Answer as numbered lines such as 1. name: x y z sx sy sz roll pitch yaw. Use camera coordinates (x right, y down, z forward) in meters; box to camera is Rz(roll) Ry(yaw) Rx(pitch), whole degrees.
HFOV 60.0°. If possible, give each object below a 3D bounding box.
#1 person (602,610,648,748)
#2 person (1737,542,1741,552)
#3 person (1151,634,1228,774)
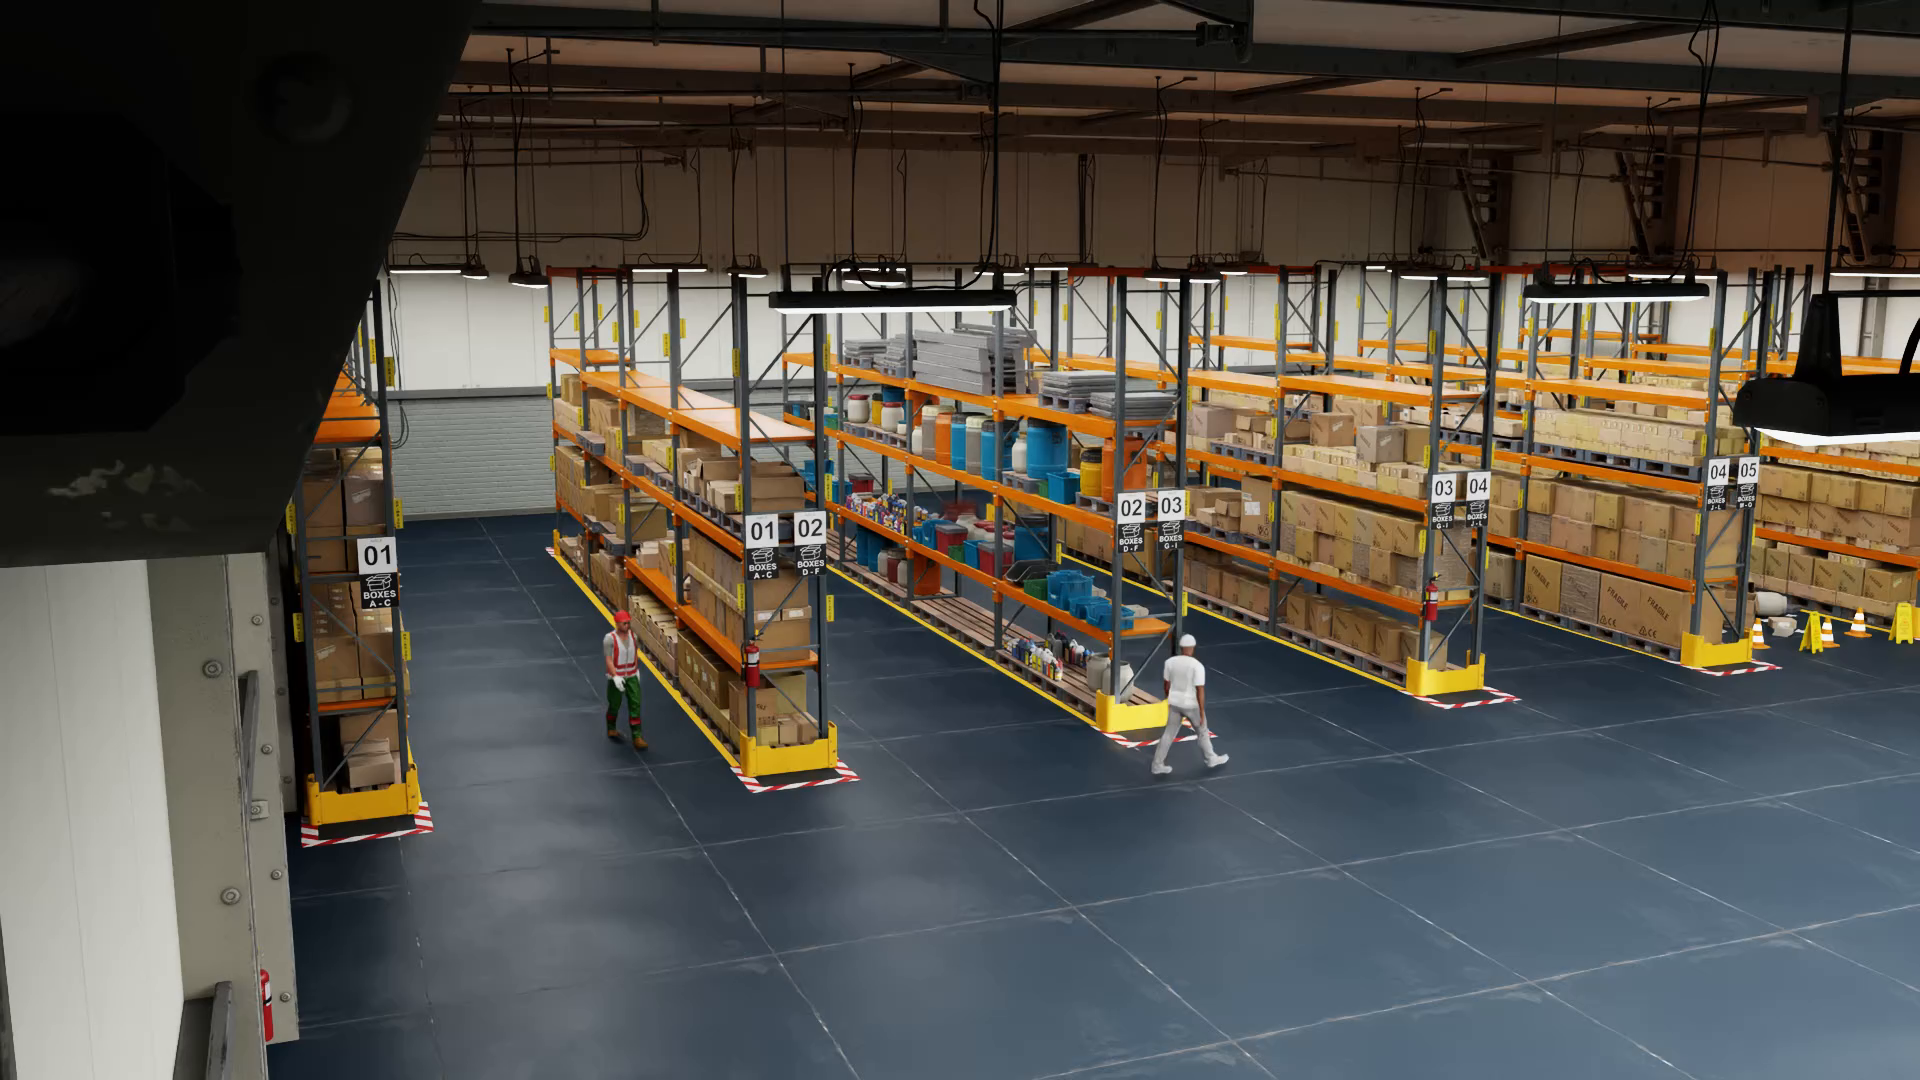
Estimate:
1. person: -4.301 1.762 21.447 0.560 1.728 0.995 -7 12 -35
2. person: 16.336 -0.596 35.037 0.527 1.815 0.556 -6 12 -32
3. person: 2.800 1.987 20.287 0.677 1.704 1.104 10 14 44
